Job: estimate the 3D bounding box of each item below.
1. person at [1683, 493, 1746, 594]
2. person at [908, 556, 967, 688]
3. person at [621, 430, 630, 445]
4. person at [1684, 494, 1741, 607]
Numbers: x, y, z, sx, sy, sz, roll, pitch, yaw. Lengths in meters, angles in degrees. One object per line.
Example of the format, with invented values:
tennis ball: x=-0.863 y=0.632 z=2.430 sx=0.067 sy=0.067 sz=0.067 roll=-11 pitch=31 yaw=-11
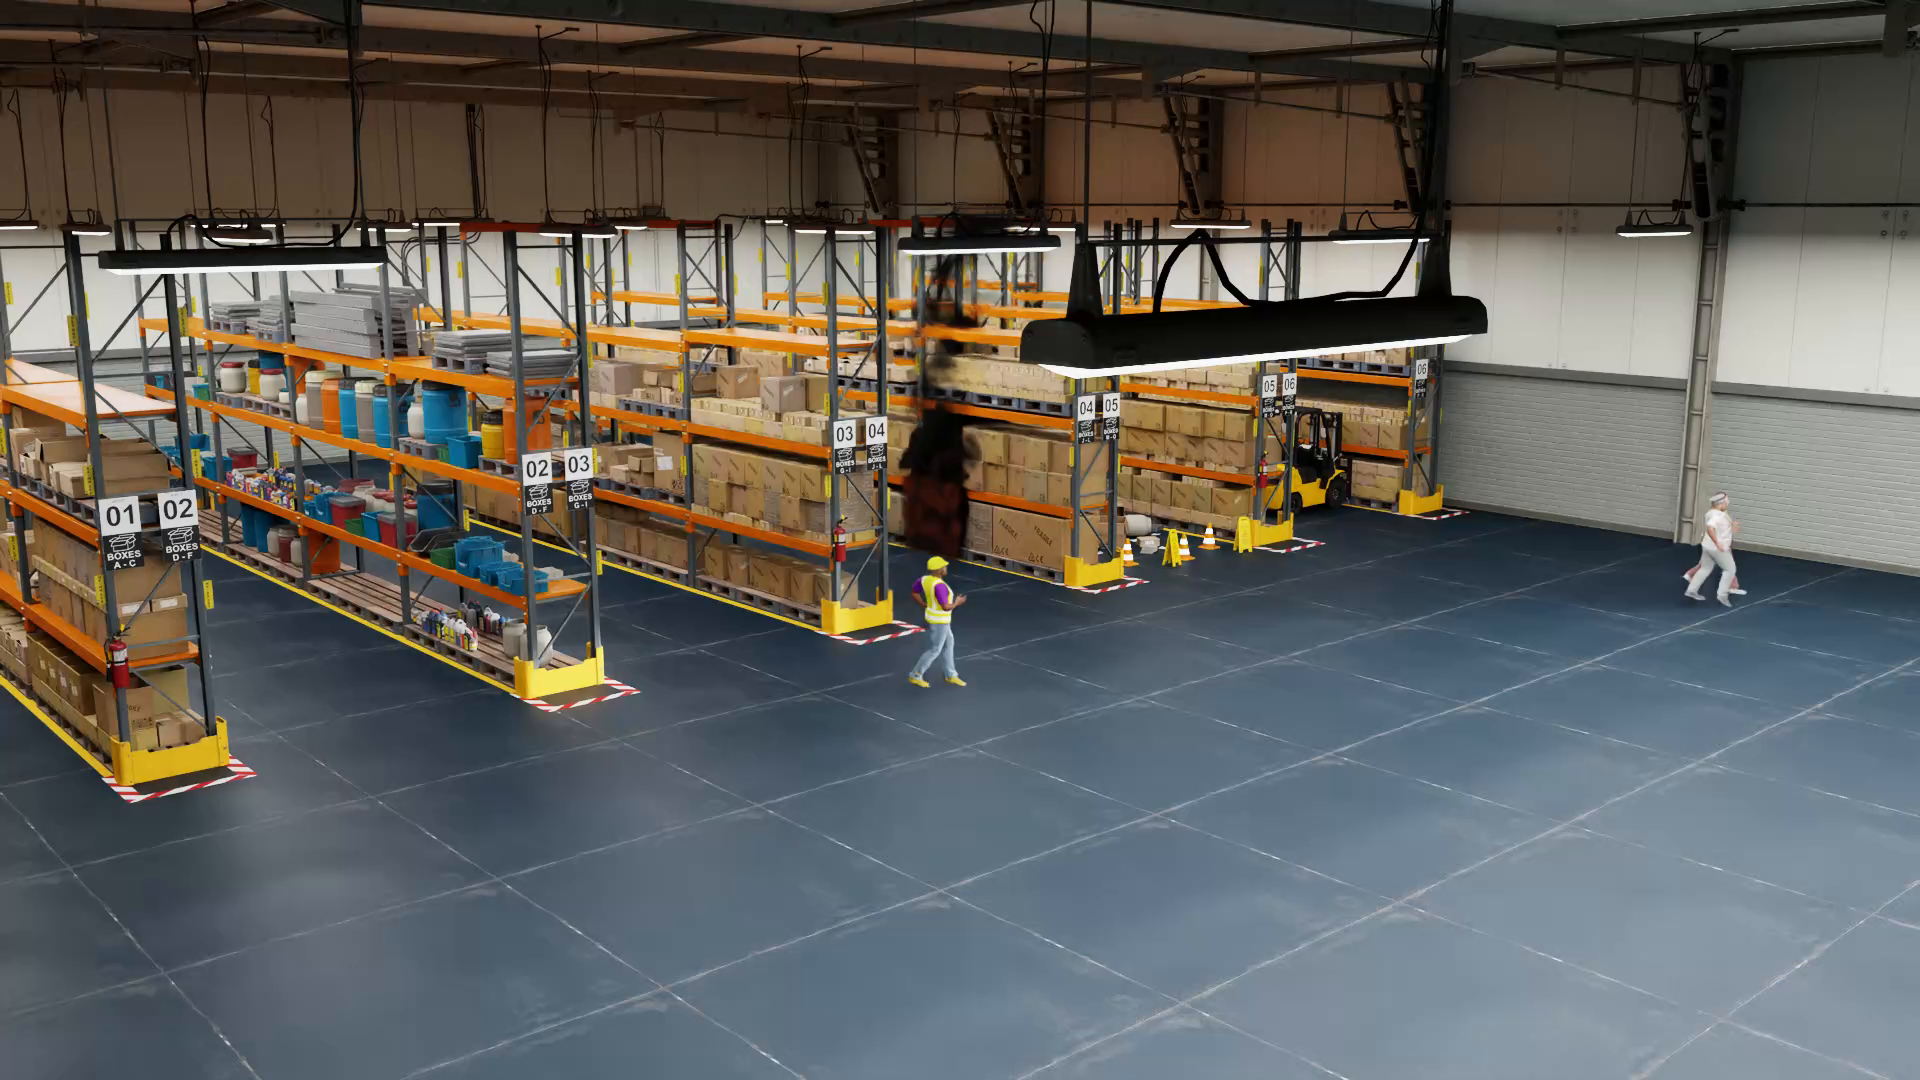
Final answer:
person: x=12.449 y=0.045 z=27.297 sx=0.969 sy=1.655 sz=0.574 roll=3 pitch=12 yaw=14
person: x=-0.289 y=1.101 z=21.866 sx=0.844 sy=1.808 sz=0.683 roll=-3 pitch=12 yaw=-16
person: x=-8.380 y=-2.799 z=41.374 sx=0.781 sy=1.714 sz=0.733 roll=3 pitch=12 yaw=12
person: x=12.077 y=0.172 z=26.576 sx=0.770 sy=1.851 sz=0.633 roll=0 pitch=11 yaw=-2
